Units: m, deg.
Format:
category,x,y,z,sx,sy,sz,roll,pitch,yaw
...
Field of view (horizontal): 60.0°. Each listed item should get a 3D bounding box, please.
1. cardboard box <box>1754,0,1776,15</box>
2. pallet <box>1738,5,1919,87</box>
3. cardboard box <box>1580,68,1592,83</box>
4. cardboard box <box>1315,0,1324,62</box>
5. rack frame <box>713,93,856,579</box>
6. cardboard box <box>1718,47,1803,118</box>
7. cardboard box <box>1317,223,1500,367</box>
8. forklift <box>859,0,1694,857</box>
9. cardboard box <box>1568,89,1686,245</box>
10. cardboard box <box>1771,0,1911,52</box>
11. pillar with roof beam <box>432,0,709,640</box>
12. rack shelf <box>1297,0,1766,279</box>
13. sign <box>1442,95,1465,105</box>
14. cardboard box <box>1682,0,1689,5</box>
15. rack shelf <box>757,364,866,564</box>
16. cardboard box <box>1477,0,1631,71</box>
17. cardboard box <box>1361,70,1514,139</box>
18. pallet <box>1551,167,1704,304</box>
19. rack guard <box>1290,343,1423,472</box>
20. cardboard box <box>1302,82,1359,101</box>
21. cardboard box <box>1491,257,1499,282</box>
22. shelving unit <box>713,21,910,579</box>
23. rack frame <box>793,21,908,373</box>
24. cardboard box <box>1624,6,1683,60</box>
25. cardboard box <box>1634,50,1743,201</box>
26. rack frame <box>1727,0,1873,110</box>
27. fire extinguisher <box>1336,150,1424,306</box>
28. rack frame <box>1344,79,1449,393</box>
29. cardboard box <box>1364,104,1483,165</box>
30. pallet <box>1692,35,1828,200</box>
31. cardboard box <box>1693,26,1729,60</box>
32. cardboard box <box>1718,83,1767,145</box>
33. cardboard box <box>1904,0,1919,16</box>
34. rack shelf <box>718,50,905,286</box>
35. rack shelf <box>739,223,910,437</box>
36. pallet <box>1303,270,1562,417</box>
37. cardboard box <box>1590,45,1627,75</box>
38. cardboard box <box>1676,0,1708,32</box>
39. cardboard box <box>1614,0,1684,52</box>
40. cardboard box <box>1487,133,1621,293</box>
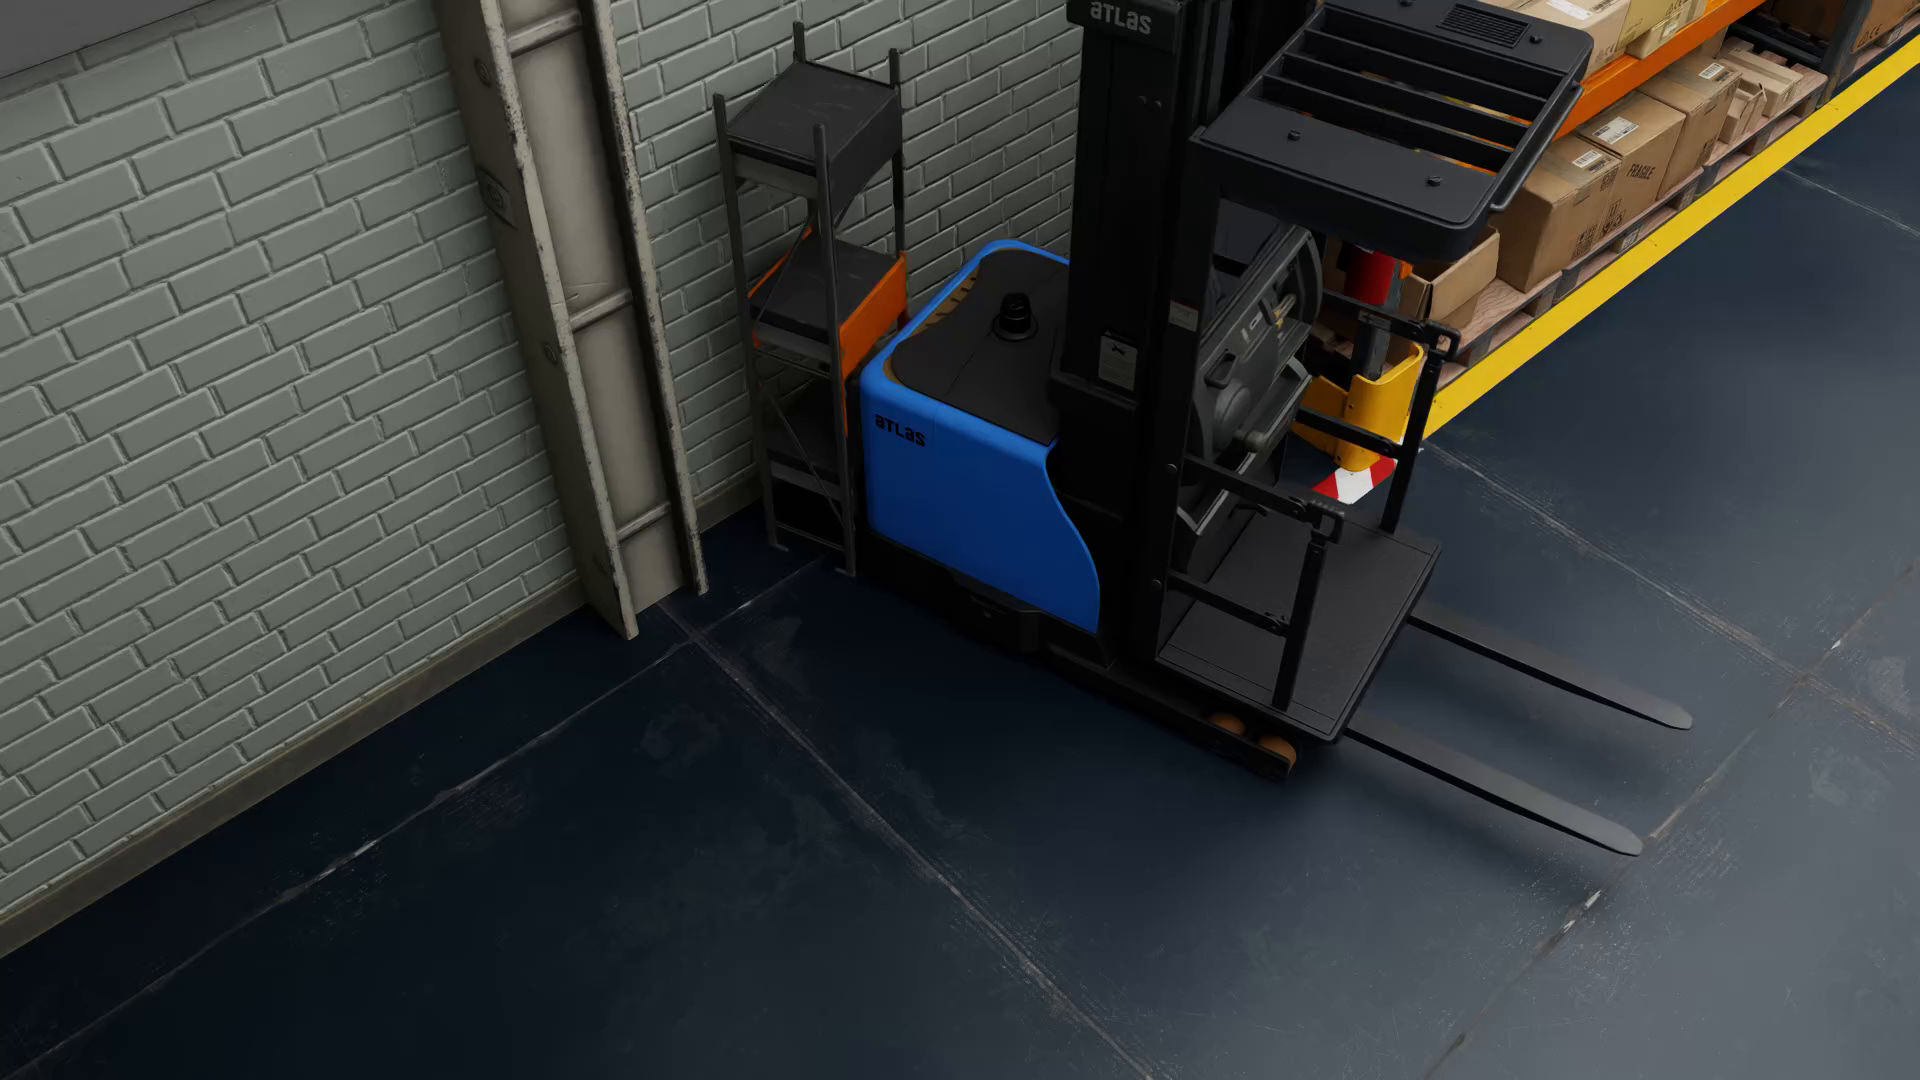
category,x,y,z,sx,sy,sz,roll,pitch,yaw
cardboard box,4.480,-3.327,9.247,0.500,0.500,0.500,-34,56,-27
pallet,4.892,-3.105,9.525,1.213,0.211,1.003,-34,56,-27
cardboard box,2.340,-1.970,6.751,0.250,0.149,0.380,-32,55,-26
cardboard box,1.518,-2.072,6.574,0.500,0.250,0.500,-32,55,-26
rack frame,-0.599,-0.628,5.954,0.400,2.100,0.015,21,51,18
cardboard box,4.101,-2.369,8.602,0.250,0.149,0.380,-35,56,-28
cardboard box,1.873,-1.197,7.280,0.637,0.503,0.797,-36,57,-28
forklift,1.148,-0.584,5.348,3.031,2.935,1.130,24,52,21
cardboard box,2.990,-1.805,7.842,0.500,0.500,0.500,-33,55,-27
cardboard box,4.825,-3.040,8.982,0.500,0.500,0.500,-31,55,-26
pillar with roof beam,1.651,-0.501,1.143,0.400,9.000,9.100,-34,56,-27
rack shelf,2.836,-2.395,7.462,4.000,0.370,1.077,-34,56,-27
sign,1.721,-1.649,5.695,0.005,0.325,0.100,-34,56,-27
cardboard box,2.983,-2.545,7.010,0.500,0.250,0.500,-35,56,-28
rack shelf,-0.488,-0.304,6.626,0.431,0.518,0.480,21,51,18
cardboard box,2.246,-2.028,6.533,0.500,0.250,0.500,-33,55,-27
cardboard box,1.873,-1.778,6.303,0.500,0.250,0.500,-33,56,-27
pallet,2.904,-1.737,8.263,1.213,0.211,1.003,-34,56,-27
rack guard,1.412,-0.840,7.239,0.348,0.500,1.175,-34,56,-27
cardboard box,1.421,-1.875,6.663,0.250,0.149,0.380,-34,56,-28
cardboard box,2.213,-1.266,7.584,0.250,0.149,0.380,-36,57,-28
shelving unit,-0.488,-0.788,6.102,0.431,2.100,0.503,21,51,18
rack frame,-0.377,-0.948,6.249,0.400,2.100,0.015,21,51,18
cardboard box,2.771,-2.189,6.953,0.250,0.149,0.380,-35,56,-28
cardboard box,3.299,-2.111,8.125,0.500,0.500,0.700,-36,57,-28
rack frame,4.316,-3.628,8.110,0.127,3.000,1.000,-34,56,-27
fire extinguisher,1.558,-1.174,6.152,0.183,0.674,0.296,-34,56,-27
rack frame,1.356,-1.651,6.285,0.127,3.000,1.000,-34,56,-27
cardboard box,1.784,-1.579,6.390,0.250,0.149,0.380,-34,56,-27
pallet,3.807,-2.344,8.822,1.213,0.211,1.003,-34,56,-27
cardboard box,3.668,-2.661,8.761,0.500,0.311,0.500,-32,55,-26
cardboard box,3.837,-2.232,8.396,0.258,0.266,0.396,-32,55,-26
cardboard box,5.212,-3.308,9.230,0.500,0.500,0.500,-34,56,-28
rack shelf,-0.488,-1.254,5.597,0.431,0.518,0.480,21,51,18
rack shelf,-0.488,-0.779,6.112,0.431,0.518,0.480,21,51,18
pallet,2.002,-1.137,7.709,1.213,0.211,1.003,-34,56,-27
cardboard box,2.533,-2.104,6.875,0.250,0.149,0.380,-33,55,-27
cardboard box,2.952,-2.330,7.083,0.250,0.149,0.380,-33,55,-26
cardboard box,2.619,-2.280,6.766,0.500,0.250,0.500,-35,56,-28
cardboard box,2.531,-1.598,7.651,0.500,0.500,0.700,-32,55,-26
